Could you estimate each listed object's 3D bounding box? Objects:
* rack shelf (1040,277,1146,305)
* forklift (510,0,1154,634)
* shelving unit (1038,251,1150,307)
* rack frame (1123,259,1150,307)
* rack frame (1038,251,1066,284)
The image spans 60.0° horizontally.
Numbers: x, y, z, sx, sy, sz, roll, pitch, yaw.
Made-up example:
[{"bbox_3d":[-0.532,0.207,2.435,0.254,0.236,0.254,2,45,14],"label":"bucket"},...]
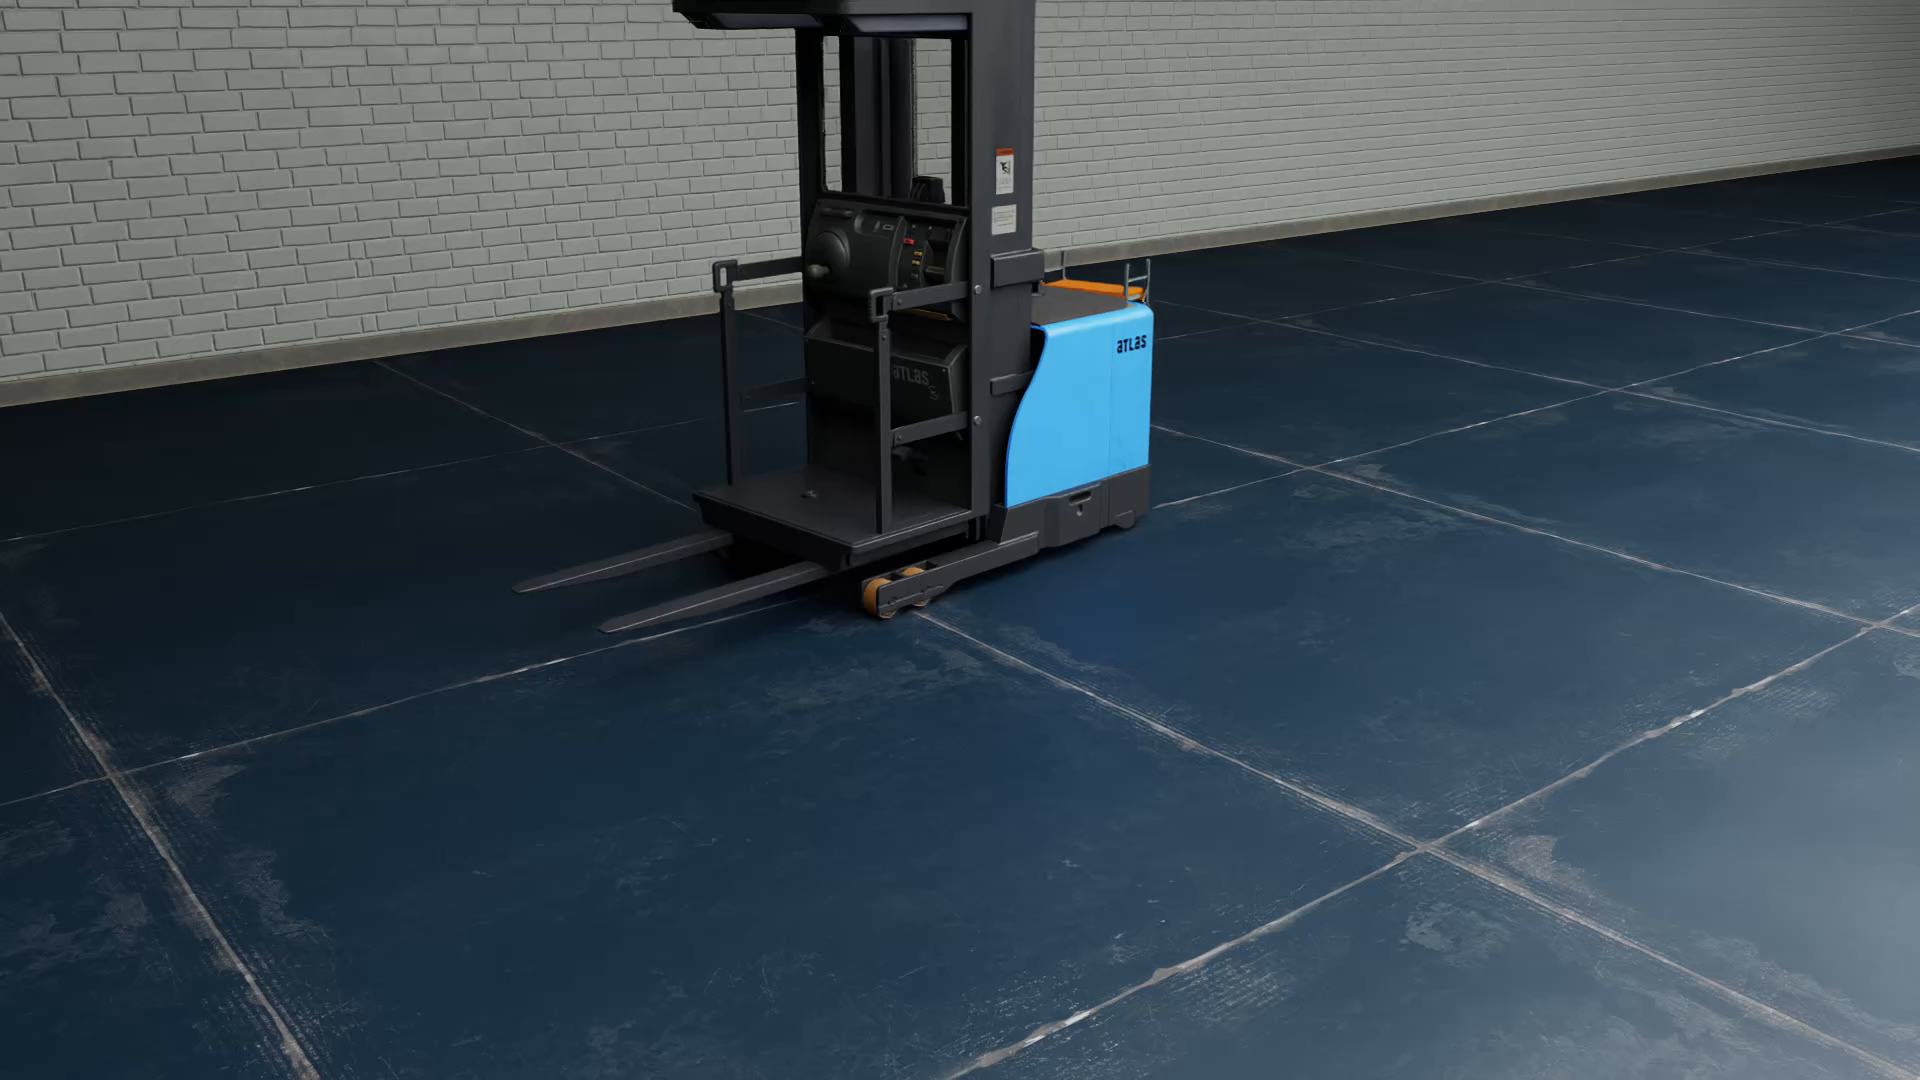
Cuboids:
[{"bbox_3d":[0.667,-1.211,8.351,0.480,0.148,0.258,12,20,32],"label":"rack shelf"},{"bbox_3d":[-0.475,-1.250,6.974,1.130,2.935,3.031,17,25,42],"label":"forklift"},{"bbox_3d":[0.662,-0.836,8.467,0.503,1.200,0.258,12,20,32],"label":"shelving unit"},{"bbox_3d":[0.864,-0.793,8.337,0.015,1.200,0.240,12,20,32],"label":"rack frame"},{"bbox_3d":[0.459,-0.879,8.597,0.015,1.200,0.240,12,20,32],"label":"rack frame"}]
